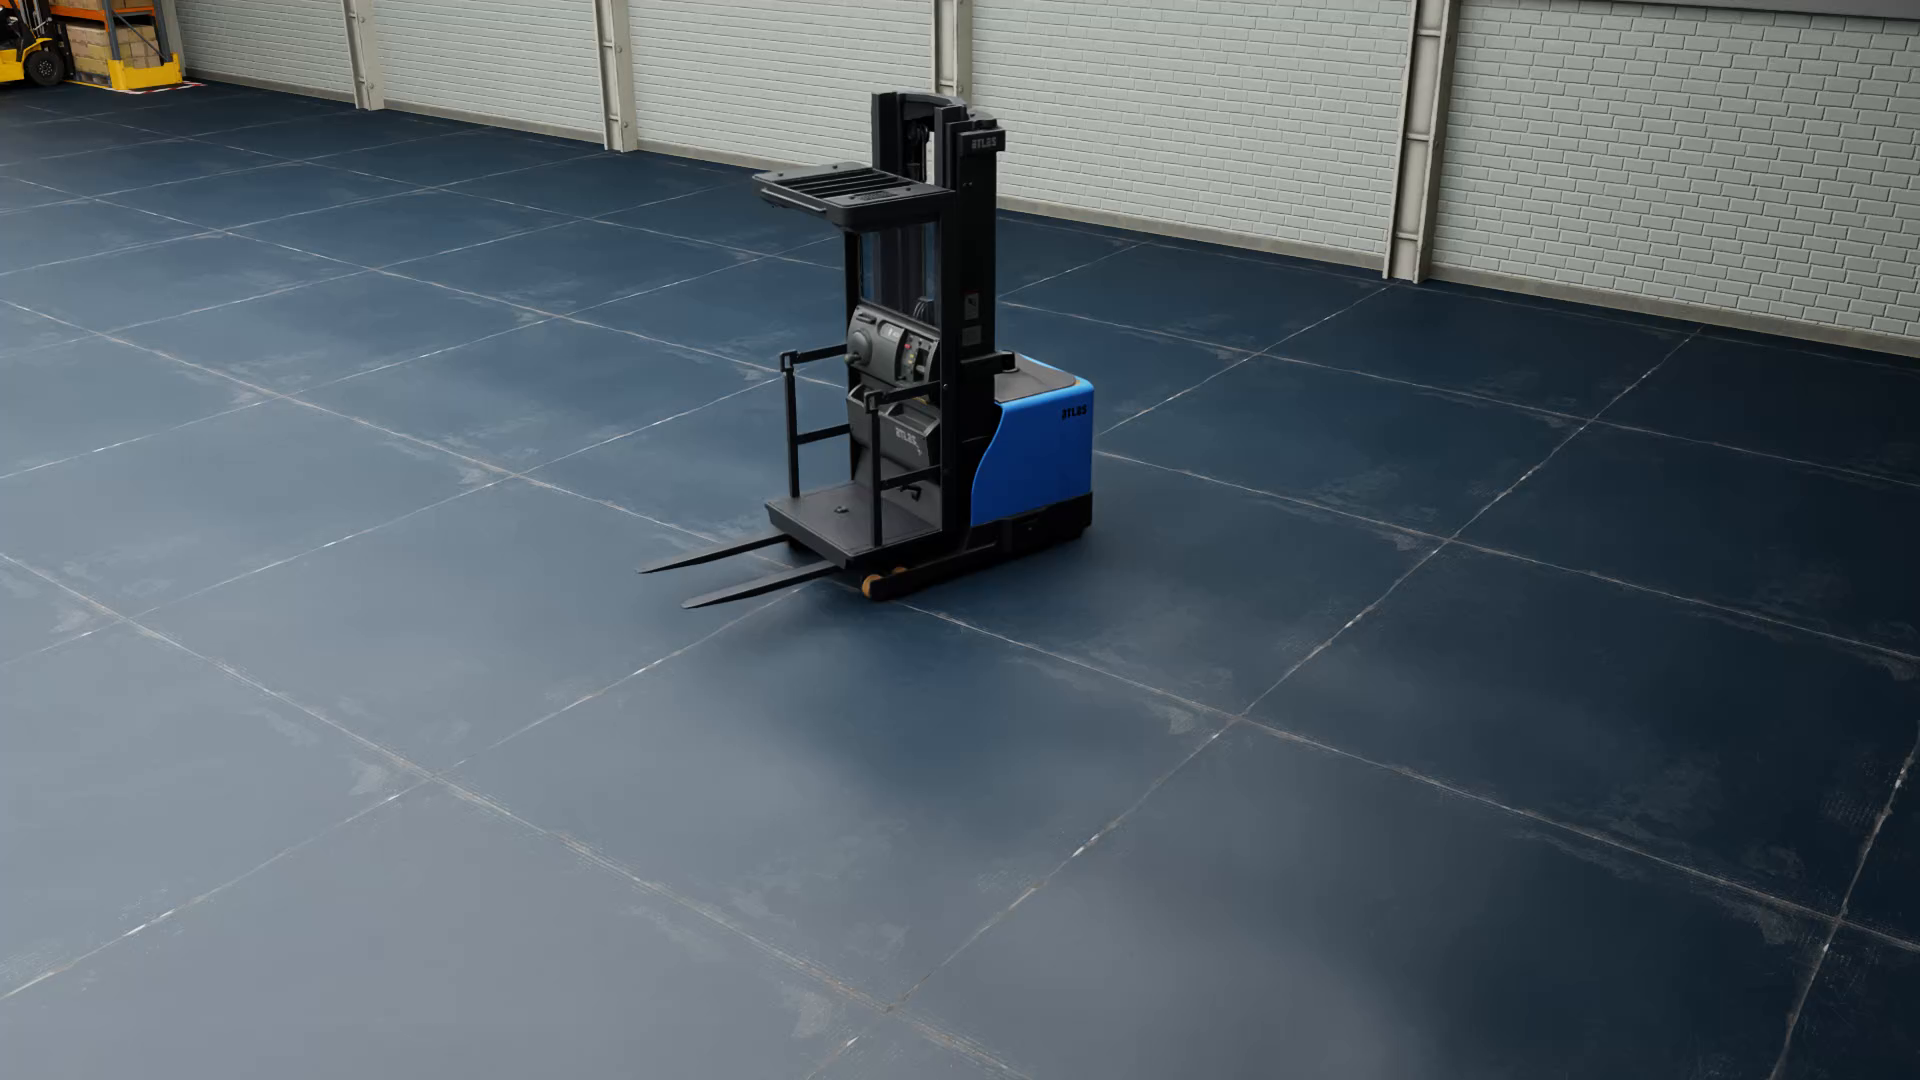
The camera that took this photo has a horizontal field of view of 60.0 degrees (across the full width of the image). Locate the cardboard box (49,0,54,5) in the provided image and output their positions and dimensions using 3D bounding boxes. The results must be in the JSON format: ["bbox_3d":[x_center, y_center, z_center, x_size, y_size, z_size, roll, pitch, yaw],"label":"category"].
[{"bbox_3d":[-16.269,-9.933,29.949,0.500,0.500,0.500,17,29,34],"label":"cardboard box"}]

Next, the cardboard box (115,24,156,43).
[{"bbox_3d":[-14.760,-9.051,29.722,0.500,0.250,0.500,16,29,33],"label":"cardboard box"}]

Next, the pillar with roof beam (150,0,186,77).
[{"bbox_3d":[-17.088,-11.298,25.731,0.400,9.000,9.100,17,29,33],"label":"pillar with roof beam"}]

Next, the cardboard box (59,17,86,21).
[{"bbox_3d":[-16.369,-9.540,30.832,0.500,0.250,0.500,17,29,34],"label":"cardboard box"}]

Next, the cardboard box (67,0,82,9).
[{"bbox_3d":[-15.450,-9.691,29.400,0.500,0.500,0.500,18,29,35],"label":"cardboard box"}]

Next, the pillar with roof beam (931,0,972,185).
[{"bbox_3d":[-2.684,-6.945,15.852,0.400,9.000,9.100,17,29,33],"label":"pillar with roof beam"}]

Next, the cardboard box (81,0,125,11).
[{"bbox_3d":[-15.040,-9.562,29.109,0.500,0.500,0.500,16,28,32],"label":"cardboard box"}]

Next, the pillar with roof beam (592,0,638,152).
[{"bbox_3d":[-7.485,-8.396,19.145,0.400,9.000,9.100,17,29,33],"label":"pillar with roof beam"}]

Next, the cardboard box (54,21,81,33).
[{"bbox_3d":[-16.267,-9.250,30.173,0.500,0.250,0.500,16,28,32],"label":"cardboard box"}]

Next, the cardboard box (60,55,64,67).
[{"bbox_3d":[-16.271,-8.794,30.377,0.500,0.250,0.500,18,29,35],"label":"cardboard box"}]

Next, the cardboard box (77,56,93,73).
[{"bbox_3d":[-15.447,-8.551,29.827,0.500,0.250,0.500,17,29,33],"label":"cardboard box"}]

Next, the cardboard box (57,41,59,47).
[{"bbox_3d":[-16.285,-9.027,30.287,0.500,0.250,0.500,17,29,33],"label":"cardboard box"}]

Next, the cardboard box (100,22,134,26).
[{"bbox_3d":[-15.162,-9.171,29.993,0.500,0.250,0.500,17,29,33],"label":"cardboard box"}]

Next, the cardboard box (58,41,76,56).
[{"bbox_3d":[-15.887,-8.905,30.009,0.500,0.250,0.500,16,28,32],"label":"cardboard box"}]

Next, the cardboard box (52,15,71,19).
[{"bbox_3d":[-16.766,-9.667,31.119,0.500,0.250,0.500,16,29,33],"label":"cardboard box"}]

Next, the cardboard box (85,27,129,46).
[{"bbox_3d":[-15.045,-8.885,29.344,0.500,0.250,0.500,18,29,35],"label":"cardboard box"}]

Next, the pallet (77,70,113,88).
[{"bbox_3d":[-15.126,-8.378,30.002,1.213,0.211,1.003,17,29,33],"label":"pallet"}]

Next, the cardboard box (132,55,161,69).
[{"bbox_3d":[-14.765,-8.598,29.934,0.500,0.250,0.500,17,29,34],"label":"cardboard box"}]

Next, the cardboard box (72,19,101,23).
[{"bbox_3d":[-15.962,-9.421,30.562,0.500,0.250,0.500,16,28,32],"label":"cardboard box"}]

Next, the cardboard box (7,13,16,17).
[{"bbox_3d":[-18.730,-9.868,32.350,0.625,0.625,0.875,16,29,33],"label":"cardboard box"}]

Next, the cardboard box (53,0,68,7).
[{"bbox_3d":[-15.860,-9.815,29.681,0.500,0.500,0.500,16,29,32],"label":"cardboard box"}]

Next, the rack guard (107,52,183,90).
[{"bbox_3d":[-14.470,-8.333,29.542,0.348,0.500,1.175,17,29,33],"label":"rack guard"}]

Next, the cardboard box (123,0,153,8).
[{"bbox_3d":[-14.719,-9.738,29.506,0.500,0.500,0.500,18,29,35],"label":"cardboard box"}]

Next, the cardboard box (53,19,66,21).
[{"bbox_3d":[-16.683,-9.379,30.467,0.500,0.250,0.500,18,29,35],"label":"cardboard box"}]

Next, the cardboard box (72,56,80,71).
[{"bbox_3d":[-15.842,-8.675,30.108,0.500,0.250,0.500,17,29,34],"label":"cardboard box"}]

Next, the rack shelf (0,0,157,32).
[{"bbox_3d":[-16.090,-9.637,30.294,4.000,0.370,1.077,17,29,33],"label":"rack shelf"}]

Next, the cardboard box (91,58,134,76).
[{"bbox_3d":[-15.055,-8.428,29.547,0.500,0.250,0.500,17,29,34],"label":"cardboard box"}]

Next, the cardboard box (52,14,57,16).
[{"bbox_3d":[-17.180,-9.785,31.386,0.500,0.250,0.500,17,29,34],"label":"cardboard box"}]

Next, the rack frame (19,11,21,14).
[{"bbox_3d":[-17.690,-10.450,31.247,0.127,3.000,1.000,17,29,33],"label":"rack frame"}]

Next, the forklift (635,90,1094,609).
[{"bbox_3d":[-0.591,-1.202,10.342,3.031,2.935,1.130,-16,29,-32],"label":"forklift"}]

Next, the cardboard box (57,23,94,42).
[{"bbox_3d":[-15.867,-9.125,29.889,0.500,0.250,0.500,17,29,34],"label":"cardboard box"}]

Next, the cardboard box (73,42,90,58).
[{"bbox_3d":[-15.461,-8.787,29.741,0.500,0.250,0.500,16,29,33],"label":"cardboard box"}]

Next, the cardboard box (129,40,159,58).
[{"bbox_3d":[-14.741,-8.826,29.830,0.500,0.250,0.500,17,29,34],"label":"cardboard box"}]

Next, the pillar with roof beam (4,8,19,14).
[{"bbox_3d":[-21.889,-12.749,29.024,0.400,9.000,9.100,17,29,33],"label":"pillar with roof beam"}]

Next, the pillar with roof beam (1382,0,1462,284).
[{"bbox_3d":[2.117,-5.494,12.559,0.400,9.000,9.100,17,29,33],"label":"pillar with roof beam"}]

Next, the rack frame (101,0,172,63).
[{"bbox_3d":[-14.489,-9.482,29.051,0.127,3.000,1.000,17,29,33],"label":"rack frame"}]

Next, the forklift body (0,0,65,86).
[{"bbox_3d":[-17.101,-8.964,28.927,1.214,2.155,2.313,17,29,33],"label":"forklift body"}]

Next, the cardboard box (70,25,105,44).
[{"bbox_3d":[-15.457,-9.006,29.620,0.500,0.250,0.500,17,29,34],"label":"cardboard box"}]

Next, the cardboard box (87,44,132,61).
[{"bbox_3d":[-15.066,-8.662,29.458,0.500,0.250,0.500,16,29,33],"label":"cardboard box"}]

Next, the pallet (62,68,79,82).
[{"bbox_3d":[-16.098,-8.673,30.672,1.213,0.211,1.003,17,29,33],"label":"pallet"}]

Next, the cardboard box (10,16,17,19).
[{"bbox_3d":[-17.491,-9.623,31.019,0.500,0.250,0.500,16,29,33],"label":"cardboard box"}]

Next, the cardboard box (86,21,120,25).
[{"bbox_3d":[-15.556,-9.295,30.276,0.500,0.250,0.500,17,29,33],"label":"cardboard box"}]

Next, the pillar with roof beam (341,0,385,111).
[{"bbox_3d":[-12.287,-9.847,22.438,0.400,9.000,9.100,17,29,33],"label":"pillar with roof beam"}]
